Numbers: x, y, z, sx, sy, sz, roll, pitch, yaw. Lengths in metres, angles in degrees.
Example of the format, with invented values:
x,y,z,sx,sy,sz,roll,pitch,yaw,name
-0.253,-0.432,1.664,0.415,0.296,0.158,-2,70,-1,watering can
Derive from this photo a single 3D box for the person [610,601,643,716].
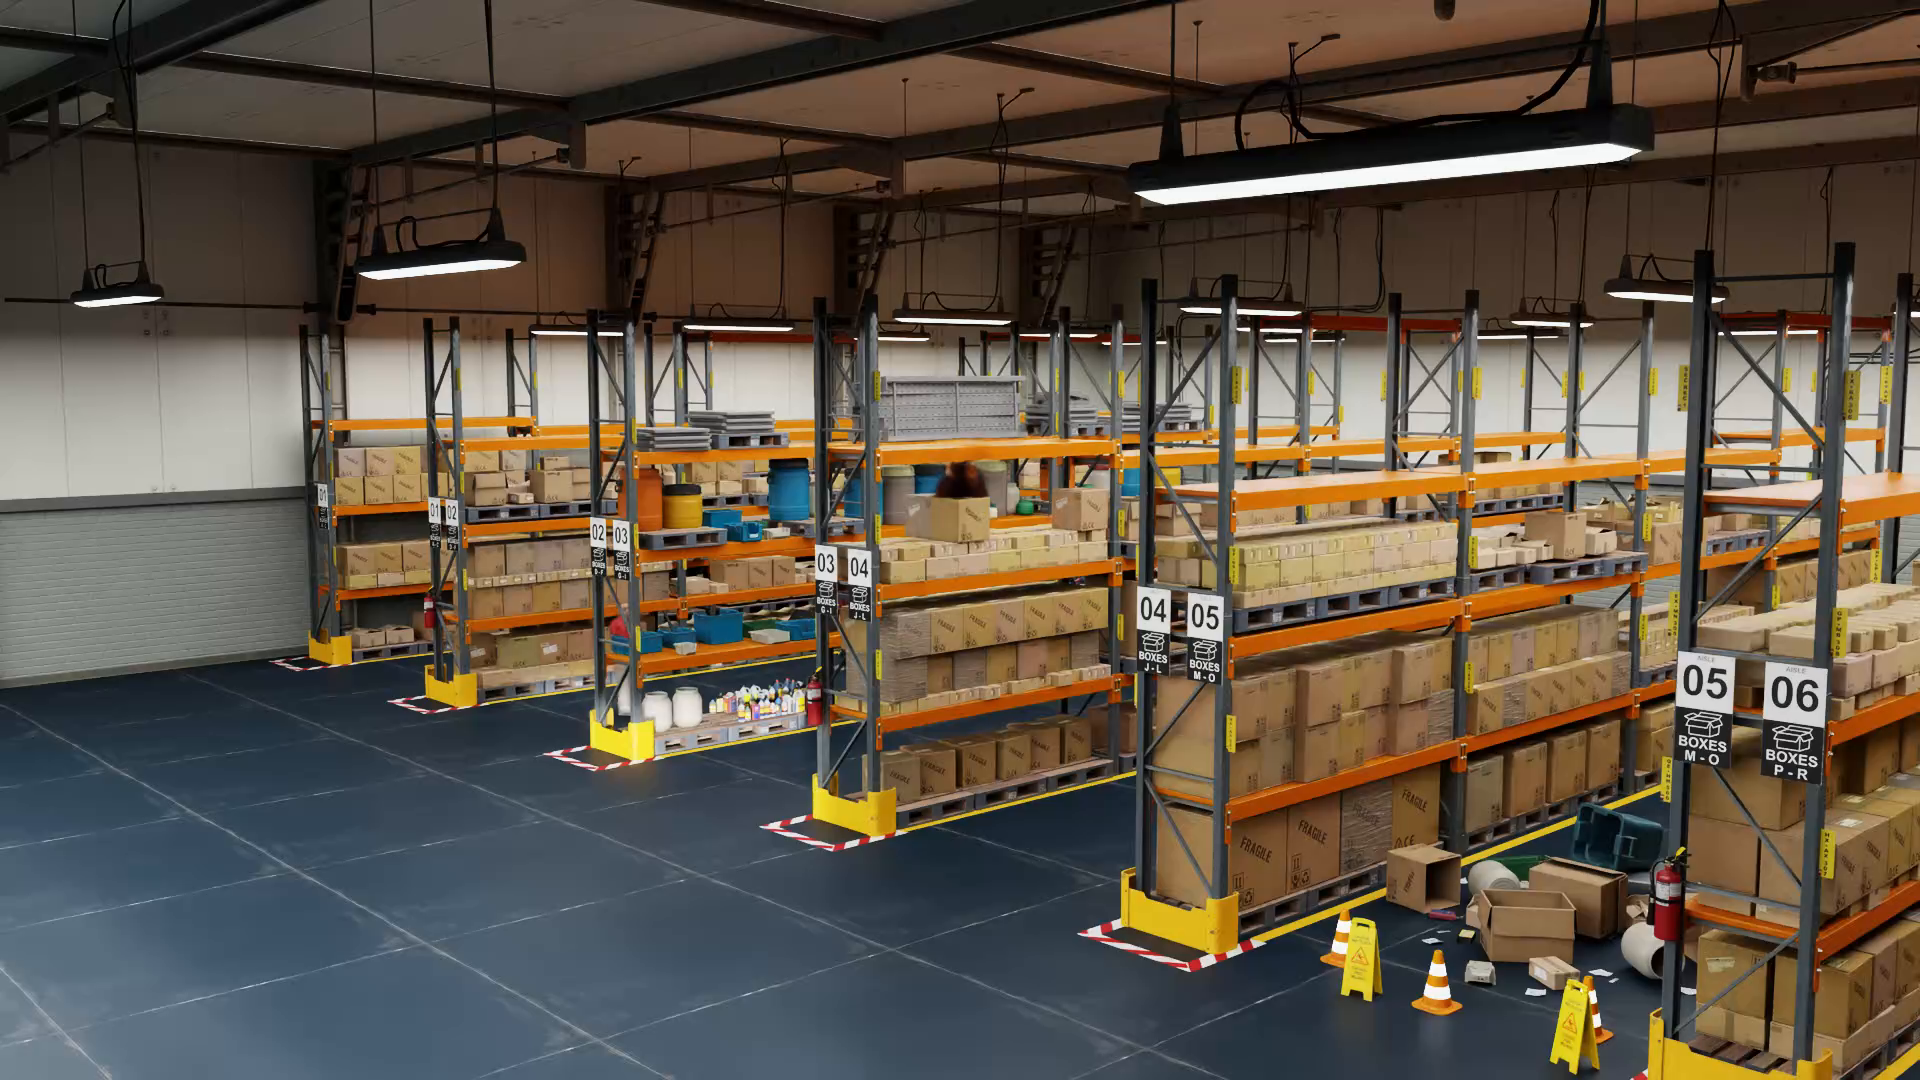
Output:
x,y,z,sx,sy,sz,roll,pitch,yaw,name
-4.983,1.780,25.049,0.501,1.708,0.633,3,7,29,person

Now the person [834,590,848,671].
x,y,z,sx,sy,sz,roll,pitch,yaw,name
-1.941,1.475,28.916,0.381,1.531,0.874,6,8,44,person
